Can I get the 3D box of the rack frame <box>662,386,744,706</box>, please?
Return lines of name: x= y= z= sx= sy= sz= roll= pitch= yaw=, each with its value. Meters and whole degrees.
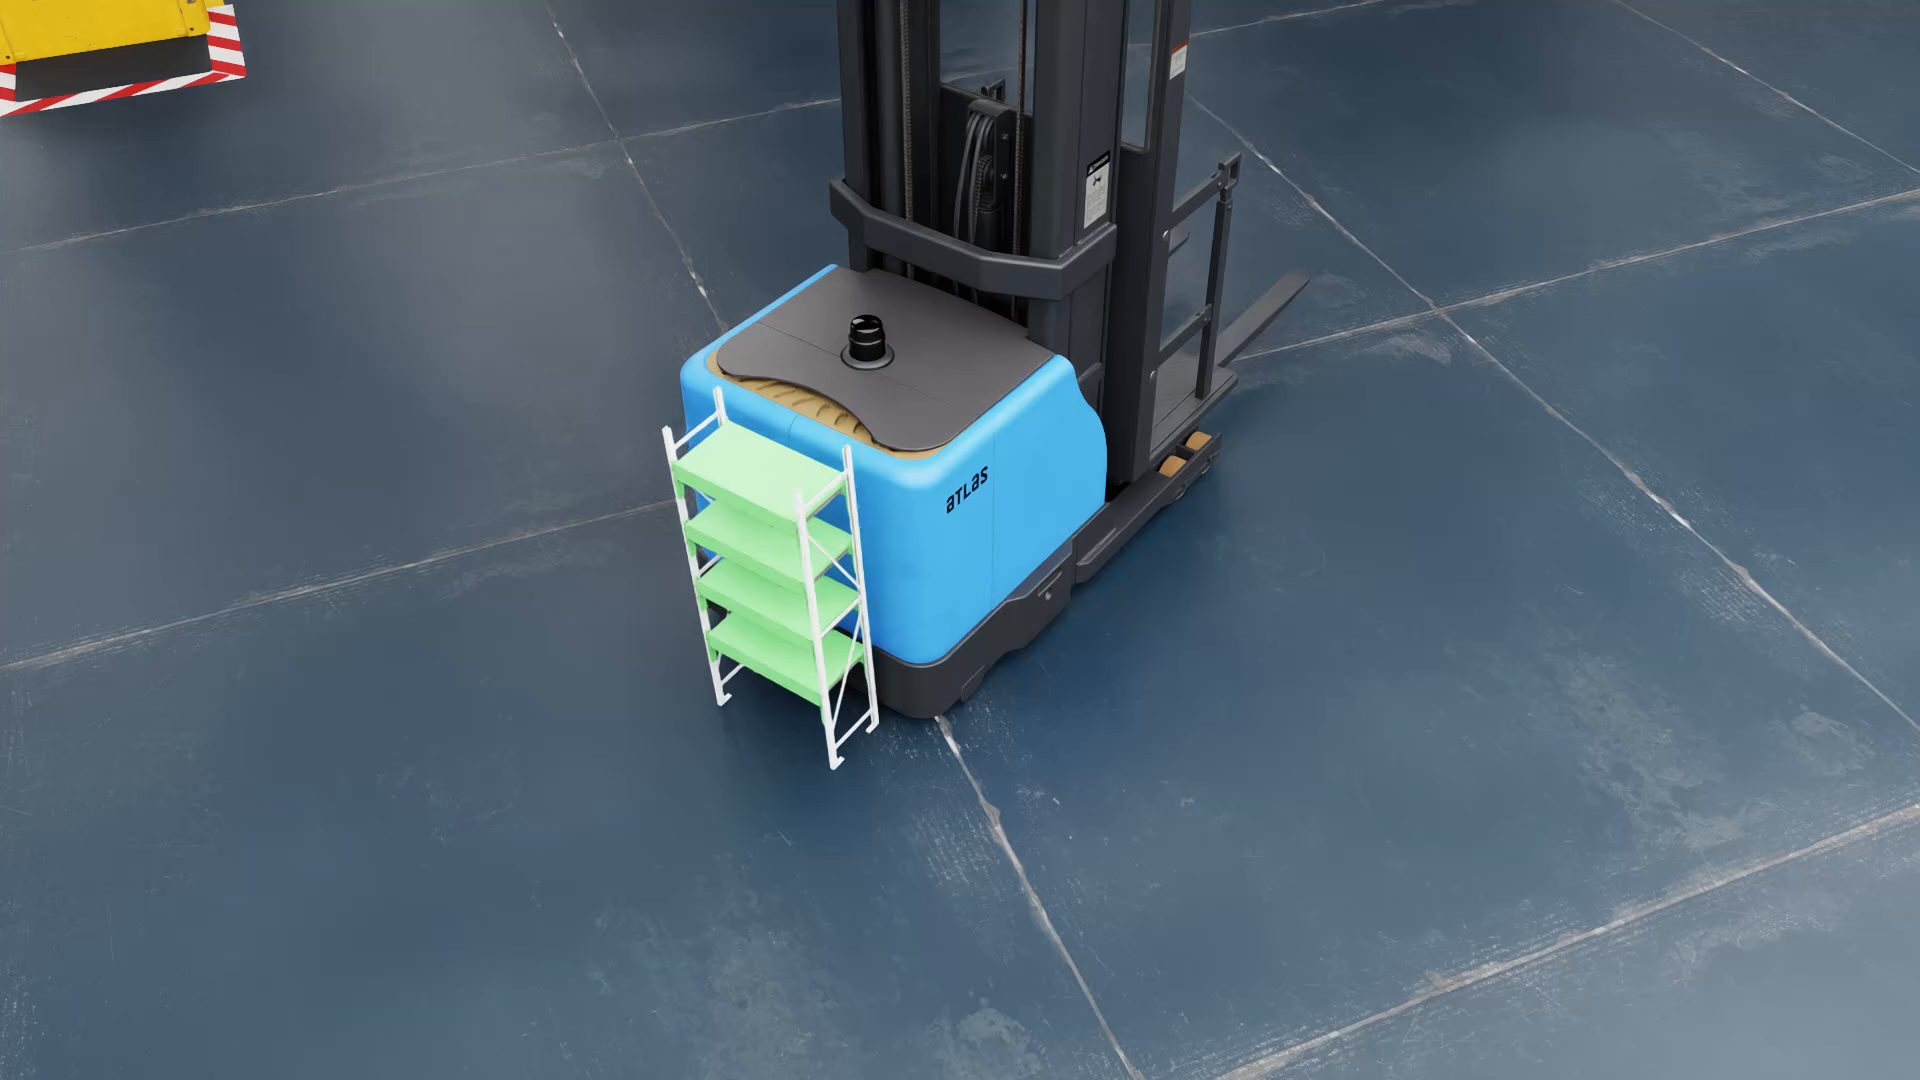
rack frame: x=-0.761 y=0.052 z=5.258 sx=0.015 sy=1.200 sz=0.240 roll=25 pitch=50 yaw=26

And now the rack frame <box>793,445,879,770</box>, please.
rack frame: x=-0.364 y=0.237 z=5.042 sx=0.015 sy=1.200 sz=0.240 roll=25 pitch=50 yaw=26

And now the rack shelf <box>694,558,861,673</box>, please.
rack shelf: x=-0.560 y=0.191 z=5.194 sx=0.480 sy=0.148 sz=0.258 roll=25 pitch=50 yaw=26

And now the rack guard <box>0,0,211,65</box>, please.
rack guard: x=-4.965 y=-3.097 z=9.468 sx=1.175 sy=0.500 sz=0.348 roll=-15 pitch=43 yaw=-17

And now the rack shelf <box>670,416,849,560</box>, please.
rack shelf: x=-0.577 y=-0.158 z=4.865 sx=0.480 sy=0.148 sz=0.258 roll=25 pitch=50 yaw=26

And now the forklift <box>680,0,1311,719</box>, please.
forklift: x=0.370 y=-1.440 z=5.677 sx=1.130 sy=2.935 sz=3.031 roll=26 pitch=47 yaw=27

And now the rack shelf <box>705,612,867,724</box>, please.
rack shelf: x=-0.552 y=0.366 z=5.359 sx=0.480 sy=0.148 sz=0.258 roll=25 pitch=50 yaw=26

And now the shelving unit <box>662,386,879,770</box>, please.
shelving unit: x=-0.563 y=0.145 z=5.150 sx=0.503 sy=1.200 sz=0.258 roll=25 pitch=50 yaw=26

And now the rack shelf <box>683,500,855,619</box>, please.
rack shelf: x=-0.568 y=0.017 z=5.030 sx=0.480 sy=0.148 sz=0.258 roll=25 pitch=50 yaw=26
